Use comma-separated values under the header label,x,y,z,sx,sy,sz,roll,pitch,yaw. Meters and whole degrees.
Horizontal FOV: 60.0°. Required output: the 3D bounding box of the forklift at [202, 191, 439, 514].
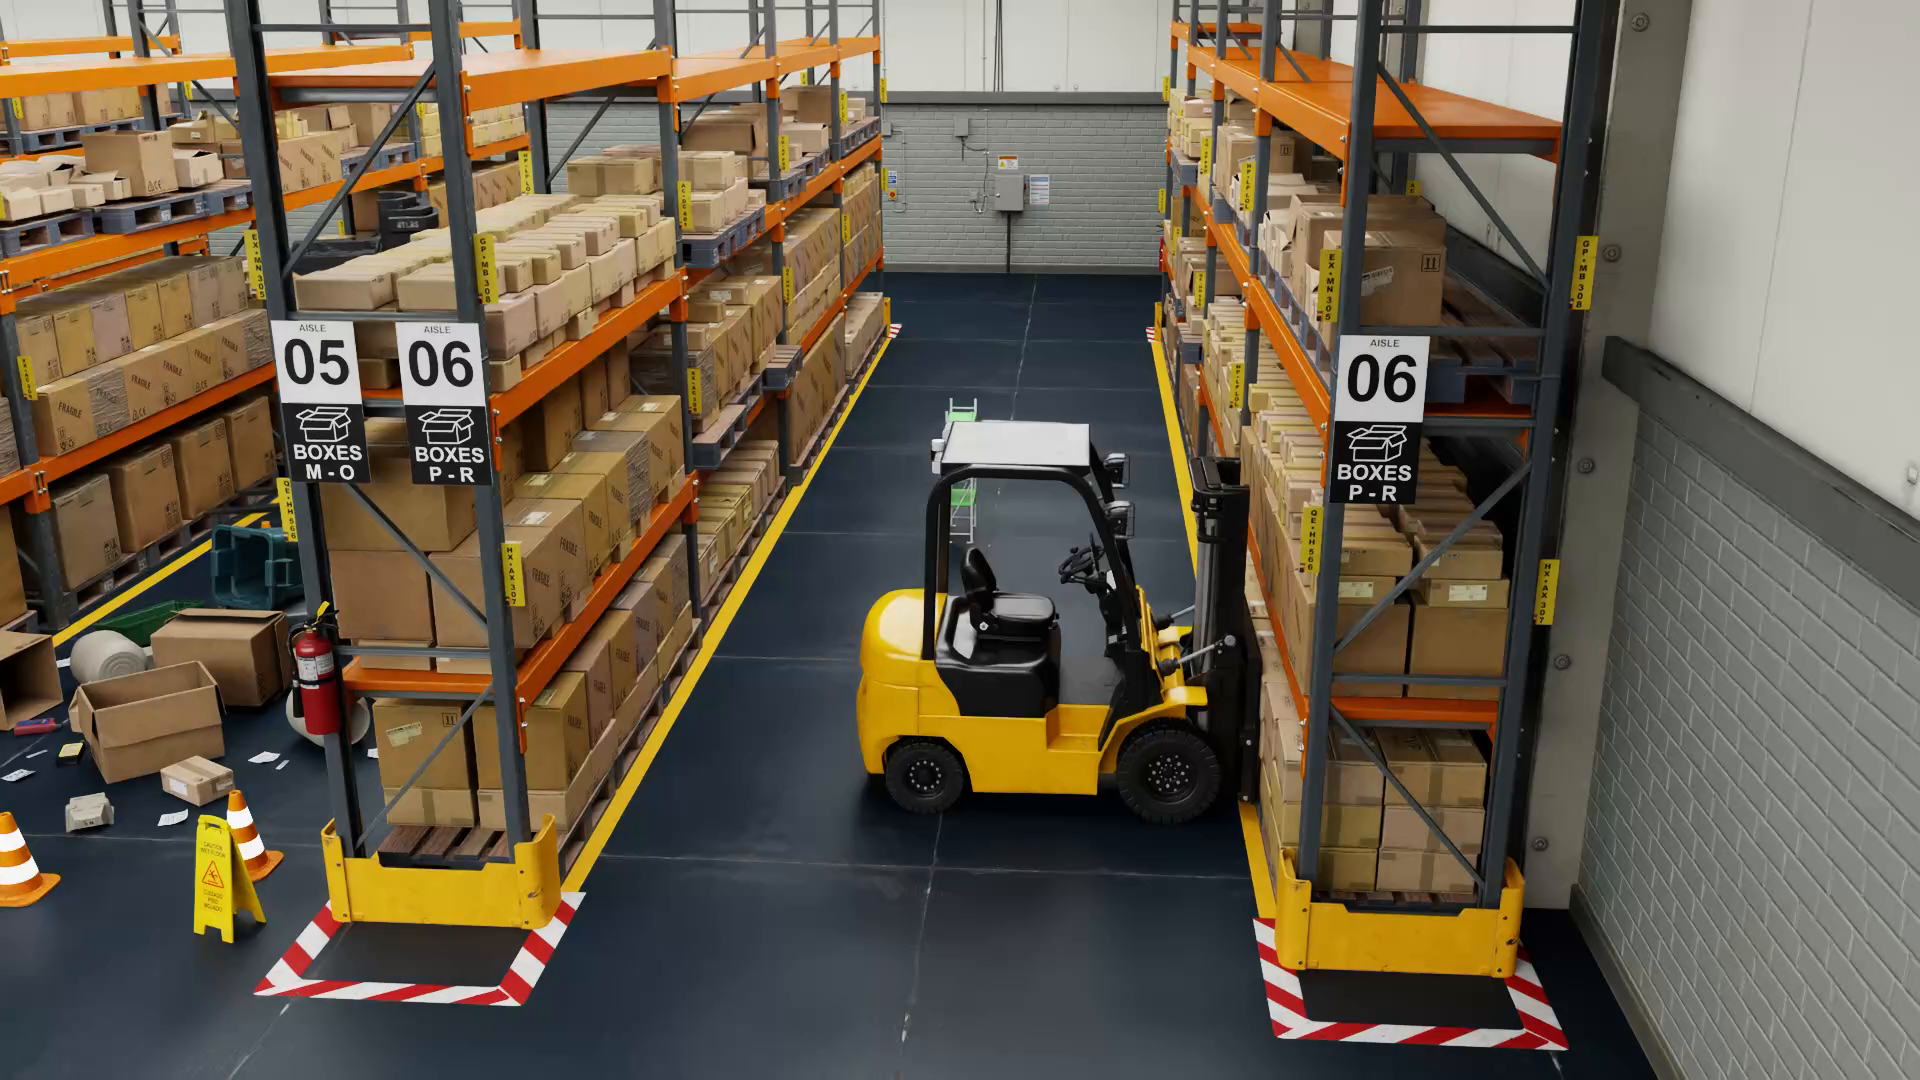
label,x,y,z,sx,sy,sz,roll,pitch,yaw
forklift,-5.541,-1.661,15.284,3.031,2.935,1.130,-6,19,-17

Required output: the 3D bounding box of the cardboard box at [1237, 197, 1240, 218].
label,x,y,z,sx,sy,sz,roll,pitch,yaw
cardboard box,2.268,-2.463,12.374,0.380,0.149,0.250,1,18,4

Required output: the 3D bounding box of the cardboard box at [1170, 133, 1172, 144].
label,x,y,z,sx,sy,sz,roll,pitch,yaw
cardboard box,2.949,-5.265,21.759,0.380,0.149,0.250,2,18,5

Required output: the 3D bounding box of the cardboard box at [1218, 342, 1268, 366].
label,x,y,z,sx,sy,sz,roll,pitch,yaw
cardboard box,2.299,-1.510,13.512,0.380,0.149,0.250,1,18,2

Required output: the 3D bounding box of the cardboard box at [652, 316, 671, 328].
label,x,y,z,sx,sy,sz,roll,pitch,yaw
cardboard box,-2.578,-1.523,13.440,0.500,0.500,0.500,2,18,6

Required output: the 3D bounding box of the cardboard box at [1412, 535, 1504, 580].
label,x,y,z,sx,sy,sz,roll,pitch,yaw
cardboard box,2.442,0.084,8.170,0.380,0.149,0.250,1,18,3

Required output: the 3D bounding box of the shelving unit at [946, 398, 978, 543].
label,x,y,z,sx,sy,sz,roll,pitch,yaw
shelving unit,0.012,-0.622,14.893,0.258,1.200,0.503,1,18,4

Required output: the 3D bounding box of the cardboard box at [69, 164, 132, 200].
label,x,y,z,sx,sy,sz,roll,pitch,yaw
cardboard box,-7.058,-2.936,13.628,0.396,0.266,0.258,1,18,4

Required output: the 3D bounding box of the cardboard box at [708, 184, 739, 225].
label,x,y,z,sx,sy,sz,roll,pitch,yaw
cardboard box,-1.982,-2.555,12.653,0.500,0.250,0.500,1,18,3

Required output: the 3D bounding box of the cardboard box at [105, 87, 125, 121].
label,x,y,z,sx,sy,sz,roll,pitch,yaw
cardboard box,-11.617,-5.843,22.125,0.700,0.500,0.500,0,18,0

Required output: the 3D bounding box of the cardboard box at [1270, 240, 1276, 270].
label,x,y,z,sx,sy,sz,roll,pitch,yaw
cardboard box,2.102,-1.744,10.178,0.380,0.149,0.250,2,18,6

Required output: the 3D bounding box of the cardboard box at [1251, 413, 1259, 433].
label,x,y,z,sx,sy,sz,roll,pitch,yaw
cardboard box,2.207,-0.824,11.419,0.380,0.149,0.250,1,18,3

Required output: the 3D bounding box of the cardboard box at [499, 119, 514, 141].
label,x,y,z,sx,sy,sz,roll,pitch,yaw
cardboard box,-6.342,-5.526,22.393,0.500,0.250,0.500,1,18,4

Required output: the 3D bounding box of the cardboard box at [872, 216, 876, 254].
label,x,y,z,sx,sy,sz,roll,pitch,yaw
cardboard box,-1.421,-4.135,22.563,0.500,0.500,0.500,1,18,3

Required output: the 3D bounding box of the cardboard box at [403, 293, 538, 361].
label,x,y,z,sx,sy,sz,roll,pitch,yaw
cardboard box,-2.444,-1.075,8.332,0.500,0.250,0.500,1,18,3

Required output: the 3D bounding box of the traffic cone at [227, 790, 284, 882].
label,x,y,z,sx,sy,sz,roll,pitch,yaw
traffic cone,-4.002,1.614,9.254,0.336,0.463,0.334,1,18,4

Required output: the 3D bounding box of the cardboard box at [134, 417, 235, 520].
label,x,y,z,sx,sy,sz,roll,pitch,yaw
cardboard box,-7.310,-0.665,15.073,1.050,0.750,0.750,2,18,5

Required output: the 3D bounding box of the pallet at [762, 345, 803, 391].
label,x,y,z,sx,sy,sz,roll,pitch,yaw
pallet,-2.117,-1.599,15.293,1.213,0.211,1.003,1,18,4

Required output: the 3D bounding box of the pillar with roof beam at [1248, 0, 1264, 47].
label,x,y,z,sx,sy,sz,roll,pitch,yaw
pillar with roof beam,0.151,-8.053,25.048,9.100,9.000,0.400,1,18,4

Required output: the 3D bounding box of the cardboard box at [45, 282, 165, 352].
label,x,y,z,sx,sy,sz,roll,pitch,yaw
cardboard box,-7.265,-1.901,14.141,0.700,0.500,0.500,1,18,3

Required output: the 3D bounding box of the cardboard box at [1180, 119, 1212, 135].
label,x,y,z,sx,sy,sz,roll,pitch,yaw
cardboard box,2.598,-4.496,18.099,0.380,0.149,0.250,1,18,3

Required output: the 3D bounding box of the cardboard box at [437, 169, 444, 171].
label,x,y,z,sx,sy,sz,roll,pitch,yaw
cardboard box,-6.930,-4.690,22.175,0.500,0.500,0.500,1,18,3

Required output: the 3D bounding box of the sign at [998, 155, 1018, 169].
label,x,y,z,sx,sy,sz,roll,pitch,yaw
sign,0.826,-6.516,28.665,0.339,0.242,0.001,1,18,4

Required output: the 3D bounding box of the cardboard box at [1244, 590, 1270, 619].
label,x,y,z,sx,sy,sz,roll,pitch,yaw
cardboard box,2.073,0.527,10.634,0.500,0.250,0.500,2,18,6

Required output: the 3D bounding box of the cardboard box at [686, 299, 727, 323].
label,x,y,z,sx,sy,sz,roll,pitch,yaw
cardboard box,-2.098,-1.846,13.385,0.380,0.149,0.250,2,18,7

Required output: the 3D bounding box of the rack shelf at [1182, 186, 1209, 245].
label,x,y,z,sx,sy,sz,roll,pitch,yaw
rack shelf,2.922,-3.509,17.152,1.077,0.370,4.000,1,18,4

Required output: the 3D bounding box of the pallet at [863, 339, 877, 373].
label,x,y,z,sx,sy,sz,roll,pitch,yaw
pallet,-1.668,-2.445,22.047,1.003,0.211,1.213,1,18,4

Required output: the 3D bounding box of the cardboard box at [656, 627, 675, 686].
label,x,y,z,sx,sy,sz,roll,pitch,yaw
cardboard box,-2.262,0.791,11.433,0.500,0.250,0.500,1,18,2

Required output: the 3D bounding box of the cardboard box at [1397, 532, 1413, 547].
label,x,y,z,sx,sy,sz,roll,pitch,yaw
cardboard box,2.467,0.069,8.694,0.380,0.149,0.250,1,18,3

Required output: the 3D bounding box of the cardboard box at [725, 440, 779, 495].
label,x,y,z,sx,sy,sz,roll,pitch,yaw
cardboard box,-2.223,-0.689,15.755,0.950,0.372,0.625,0,18,0

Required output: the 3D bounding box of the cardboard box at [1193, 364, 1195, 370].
label,x,y,z,sx,sy,sz,roll,pitch,yaw
cardboard box,2.763,-1.931,18.297,0.380,0.149,0.250,1,18,4

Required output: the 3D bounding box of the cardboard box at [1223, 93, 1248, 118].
label,x,y,z,sx,sy,sz,roll,pitch,yaw
cardboard box,3.112,-4.841,18.488,0.396,0.266,0.258,1,18,3

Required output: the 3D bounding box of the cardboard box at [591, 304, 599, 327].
label,x,y,z,sx,sy,sz,roll,pitch,yaw
cardboard box,-2.331,-1.315,9.705,0.380,0.149,0.250,1,18,2

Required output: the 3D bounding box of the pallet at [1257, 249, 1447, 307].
label,x,y,z,sx,sy,sz,roll,pitch,yaw
pallet,2.457,-1.680,10.557,1.003,0.211,1.213,1,18,4

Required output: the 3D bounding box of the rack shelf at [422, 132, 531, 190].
label,x,y,z,sx,sy,sz,roll,pitch,yaw
rack shelf,-6.687,-4.940,21.520,1.077,0.370,4.000,1,18,4

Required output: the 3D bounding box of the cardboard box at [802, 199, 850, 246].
label,x,y,z,sx,sy,sz,roll,pitch,yaw
cardboard box,-1.610,-3.821,20.001,0.500,0.500,0.500,1,18,4

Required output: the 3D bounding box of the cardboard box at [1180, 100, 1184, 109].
label,x,y,z,sx,sy,sz,roll,pitch,yaw
cardboard box,2.889,-5.099,19.811,0.500,0.250,0.500,1,18,3

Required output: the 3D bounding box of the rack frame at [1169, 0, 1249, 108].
label,x,y,z,sx,sy,sz,roll,pitch,yaw
rack frame,3.352,-7.140,22.260,1.000,3.000,0.127,1,18,4

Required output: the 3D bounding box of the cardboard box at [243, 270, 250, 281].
label,x,y,z,sx,sy,sz,roll,pitch,yaw
cardboard box,-7.500,-2.677,17.051,0.380,0.149,0.250,2,18,6

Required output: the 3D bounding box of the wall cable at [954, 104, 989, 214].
label,x,y,z,sx,sy,sz,roll,pitch,yaw
wall cable,0.197,-6.605,28.631,0.588,1.984,0.122,1,18,4

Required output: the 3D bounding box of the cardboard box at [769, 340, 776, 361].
label,x,y,z,sx,sy,sz,roll,pitch,yaw
cardboard box,-1.882,-1.723,15.092,0.380,0.149,0.250,1,18,3

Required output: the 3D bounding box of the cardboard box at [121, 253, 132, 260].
label,x,y,z,sx,sy,sz,roll,pitch,yaw
cardboard box,-11.307,-3.826,22.187,0.380,0.149,0.250,1,18,2

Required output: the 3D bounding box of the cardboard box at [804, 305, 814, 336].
label,x,y,z,sx,sy,sz,roll,pitch,yaw
cardboard box,-1.824,-2.311,17.401,0.500,0.250,0.500,2,18,6

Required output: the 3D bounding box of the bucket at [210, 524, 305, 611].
label,x,y,z,sx,sy,sz,roll,pitch,yaw
bucket,-5.114,0.176,12.383,0.726,0.611,0.620,8,10,23

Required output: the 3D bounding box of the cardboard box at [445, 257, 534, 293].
label,x,y,z,sx,sy,sz,roll,pitch,yaw
cardboard box,-2.435,-1.375,8.607,0.380,0.149,0.250,1,18,4

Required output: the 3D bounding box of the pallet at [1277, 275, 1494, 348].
label,x,y,z,sx,sy,sz,roll,pitch,yaw
pallet,2.367,-1.302,9.403,1.003,0.211,1.213,1,18,4

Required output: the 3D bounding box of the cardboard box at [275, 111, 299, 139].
label,x,y,z,sx,sy,sz,roll,pitch,yaw
cardboard box,-6.776,-4.109,16.439,0.396,0.266,0.258,1,18,4

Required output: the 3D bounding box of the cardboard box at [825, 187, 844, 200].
label,x,y,z,sx,sy,sz,roll,pitch,yaw
cardboard box,-1.602,-4.159,19.991,0.380,0.149,0.250,2,18,5

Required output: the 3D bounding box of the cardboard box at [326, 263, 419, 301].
label,x,y,z,sx,sy,sz,roll,pitch,yaw
cardboard box,-2.959,-1.305,8.394,0.380,0.149,0.250,2,18,5

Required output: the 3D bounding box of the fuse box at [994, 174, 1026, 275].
label,x,y,z,sx,sy,sz,roll,pitch,yaw
fuse box,0.867,-5.446,28.794,0.539,1.711,0.414,1,18,4

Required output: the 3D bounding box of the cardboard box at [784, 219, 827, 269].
label,x,y,z,sx,sy,sz,roll,pitch,yaw
cardboard box,-1.753,-3.216,18.156,0.500,0.500,0.500,2,18,6

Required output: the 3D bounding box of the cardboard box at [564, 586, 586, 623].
label,x,y,z,sx,sy,sz,roll,pitch,yaw
cardboard box,-2.347,0.352,9.434,0.380,0.149,0.250,2,18,5

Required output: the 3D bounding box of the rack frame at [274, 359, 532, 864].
label,x,y,z,sx,sy,sz,roll,pitch,yaw
rack frame,-2.746,0.571,8.363,1.000,3.000,0.127,1,18,4

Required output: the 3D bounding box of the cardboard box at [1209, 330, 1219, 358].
label,x,y,z,sx,sy,sz,roll,pitch,yaw
cardboard box,2.466,-1.683,14.679,0.500,0.250,0.500,2,18,6

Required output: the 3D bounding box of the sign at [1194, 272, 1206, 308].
label,x,y,z,sx,sy,sz,roll,pitch,yaw
sign,2.237,-2.326,15.472,0.100,0.325,0.005,1,18,4

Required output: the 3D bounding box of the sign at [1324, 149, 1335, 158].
label,x,y,z,sx,sy,sz,roll,pitch,yaw
sign,3.332,-3.498,15.006,0.100,0.325,0.005,1,18,4

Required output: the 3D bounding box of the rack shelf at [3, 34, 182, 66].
label,x,y,z,sx,sy,sz,roll,pitch,yaw
rack shelf,-11.627,-6.317,21.548,1.077,0.370,4.000,1,18,4

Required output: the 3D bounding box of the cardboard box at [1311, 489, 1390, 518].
label,x,y,z,sx,sy,sz,roll,pitch,yaw
cardboard box,2.091,-0.167,8.936,0.380,0.149,0.250,1,18,4

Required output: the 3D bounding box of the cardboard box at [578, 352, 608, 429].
label,x,y,z,sx,sy,sz,roll,pitch,yaw
cardboard box,-2.765,-1.045,11.052,0.700,0.500,0.500,1,18,4

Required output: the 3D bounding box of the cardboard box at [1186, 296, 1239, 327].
label,x,y,z,sx,sy,sz,roll,pitch,yaw
cardboard box,2.532,-2.267,16.592,0.500,0.250,0.500,0,18,1
